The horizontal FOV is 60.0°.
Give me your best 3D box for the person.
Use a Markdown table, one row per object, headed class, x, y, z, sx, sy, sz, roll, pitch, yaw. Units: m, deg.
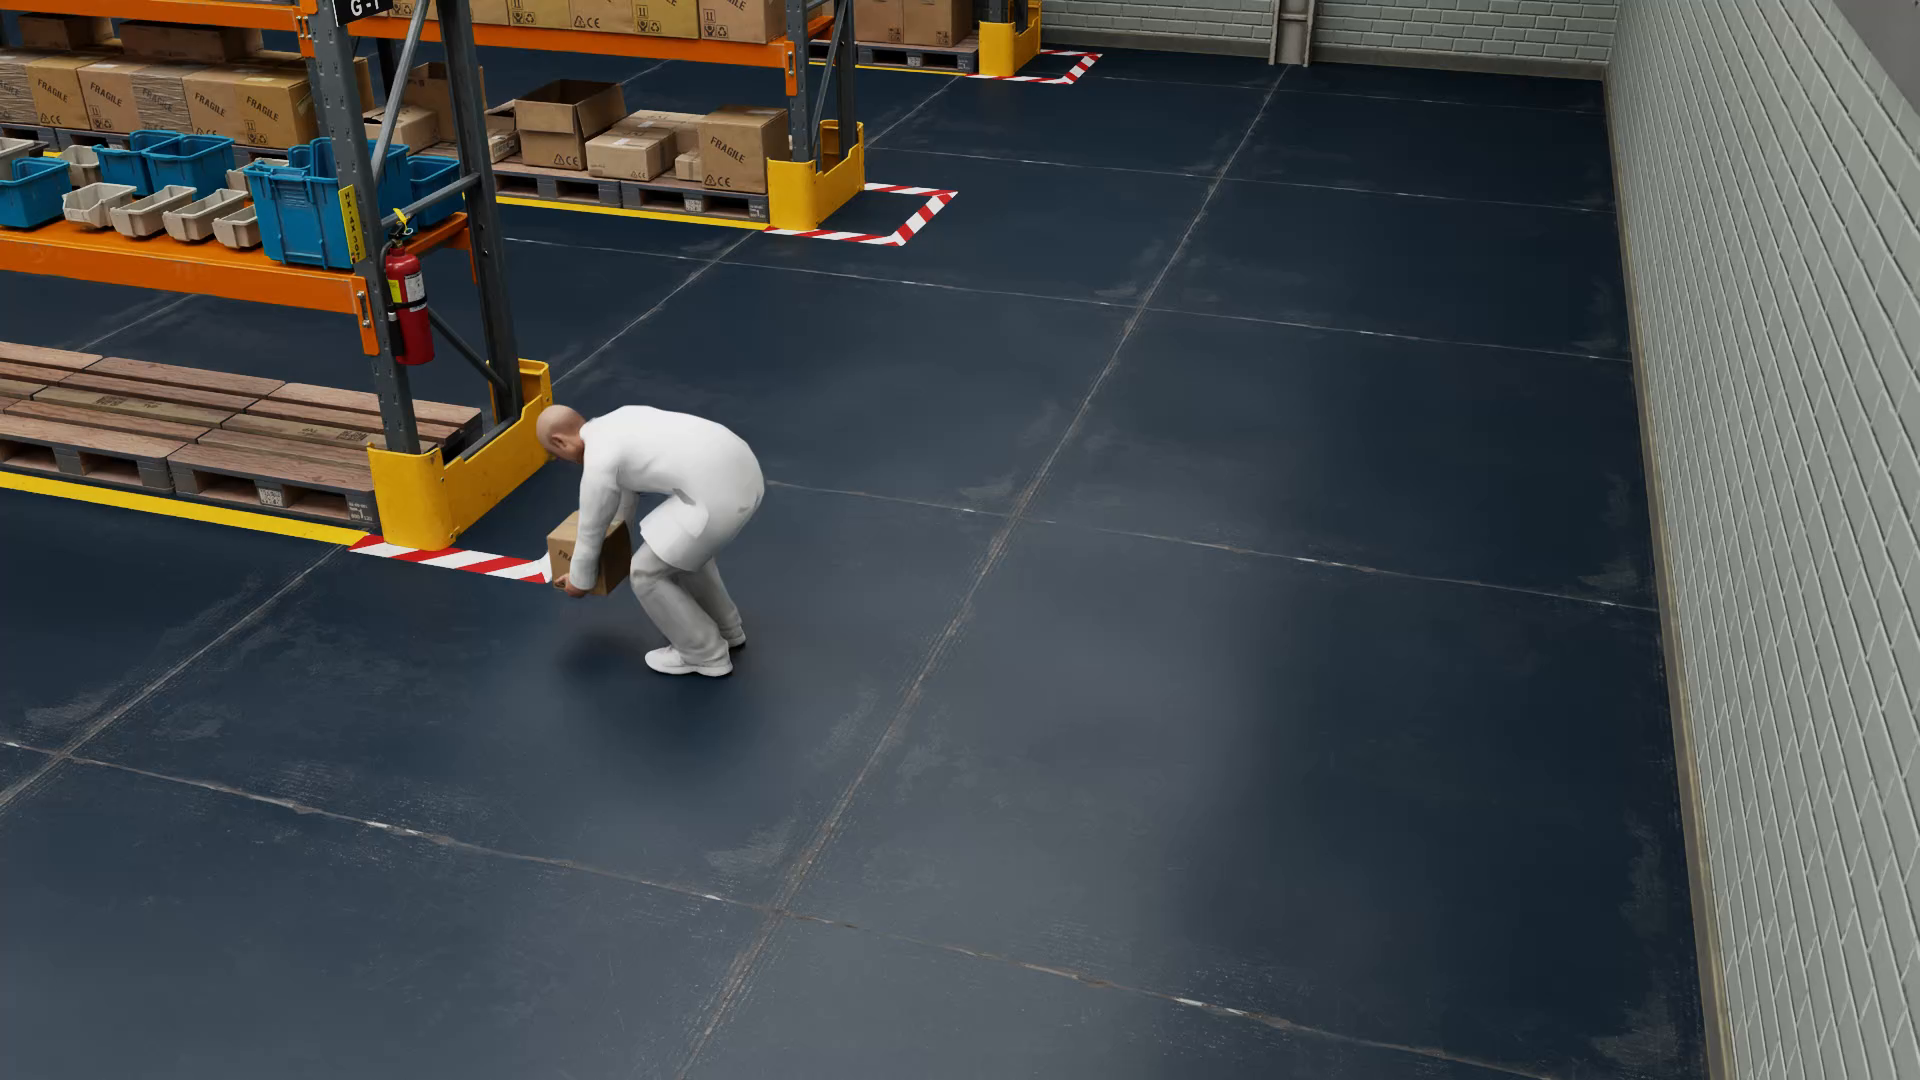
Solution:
| class | x | y | z | sx | sy | sz | roll | pitch | yaw |
| --- | --- | --- | --- | --- | --- | --- | --- | --- | --- |
| person | -1.258 | -0.010 | 6.886 | 0.941 | 1.077 | 0.585 | 7 | 30 | 13 |
